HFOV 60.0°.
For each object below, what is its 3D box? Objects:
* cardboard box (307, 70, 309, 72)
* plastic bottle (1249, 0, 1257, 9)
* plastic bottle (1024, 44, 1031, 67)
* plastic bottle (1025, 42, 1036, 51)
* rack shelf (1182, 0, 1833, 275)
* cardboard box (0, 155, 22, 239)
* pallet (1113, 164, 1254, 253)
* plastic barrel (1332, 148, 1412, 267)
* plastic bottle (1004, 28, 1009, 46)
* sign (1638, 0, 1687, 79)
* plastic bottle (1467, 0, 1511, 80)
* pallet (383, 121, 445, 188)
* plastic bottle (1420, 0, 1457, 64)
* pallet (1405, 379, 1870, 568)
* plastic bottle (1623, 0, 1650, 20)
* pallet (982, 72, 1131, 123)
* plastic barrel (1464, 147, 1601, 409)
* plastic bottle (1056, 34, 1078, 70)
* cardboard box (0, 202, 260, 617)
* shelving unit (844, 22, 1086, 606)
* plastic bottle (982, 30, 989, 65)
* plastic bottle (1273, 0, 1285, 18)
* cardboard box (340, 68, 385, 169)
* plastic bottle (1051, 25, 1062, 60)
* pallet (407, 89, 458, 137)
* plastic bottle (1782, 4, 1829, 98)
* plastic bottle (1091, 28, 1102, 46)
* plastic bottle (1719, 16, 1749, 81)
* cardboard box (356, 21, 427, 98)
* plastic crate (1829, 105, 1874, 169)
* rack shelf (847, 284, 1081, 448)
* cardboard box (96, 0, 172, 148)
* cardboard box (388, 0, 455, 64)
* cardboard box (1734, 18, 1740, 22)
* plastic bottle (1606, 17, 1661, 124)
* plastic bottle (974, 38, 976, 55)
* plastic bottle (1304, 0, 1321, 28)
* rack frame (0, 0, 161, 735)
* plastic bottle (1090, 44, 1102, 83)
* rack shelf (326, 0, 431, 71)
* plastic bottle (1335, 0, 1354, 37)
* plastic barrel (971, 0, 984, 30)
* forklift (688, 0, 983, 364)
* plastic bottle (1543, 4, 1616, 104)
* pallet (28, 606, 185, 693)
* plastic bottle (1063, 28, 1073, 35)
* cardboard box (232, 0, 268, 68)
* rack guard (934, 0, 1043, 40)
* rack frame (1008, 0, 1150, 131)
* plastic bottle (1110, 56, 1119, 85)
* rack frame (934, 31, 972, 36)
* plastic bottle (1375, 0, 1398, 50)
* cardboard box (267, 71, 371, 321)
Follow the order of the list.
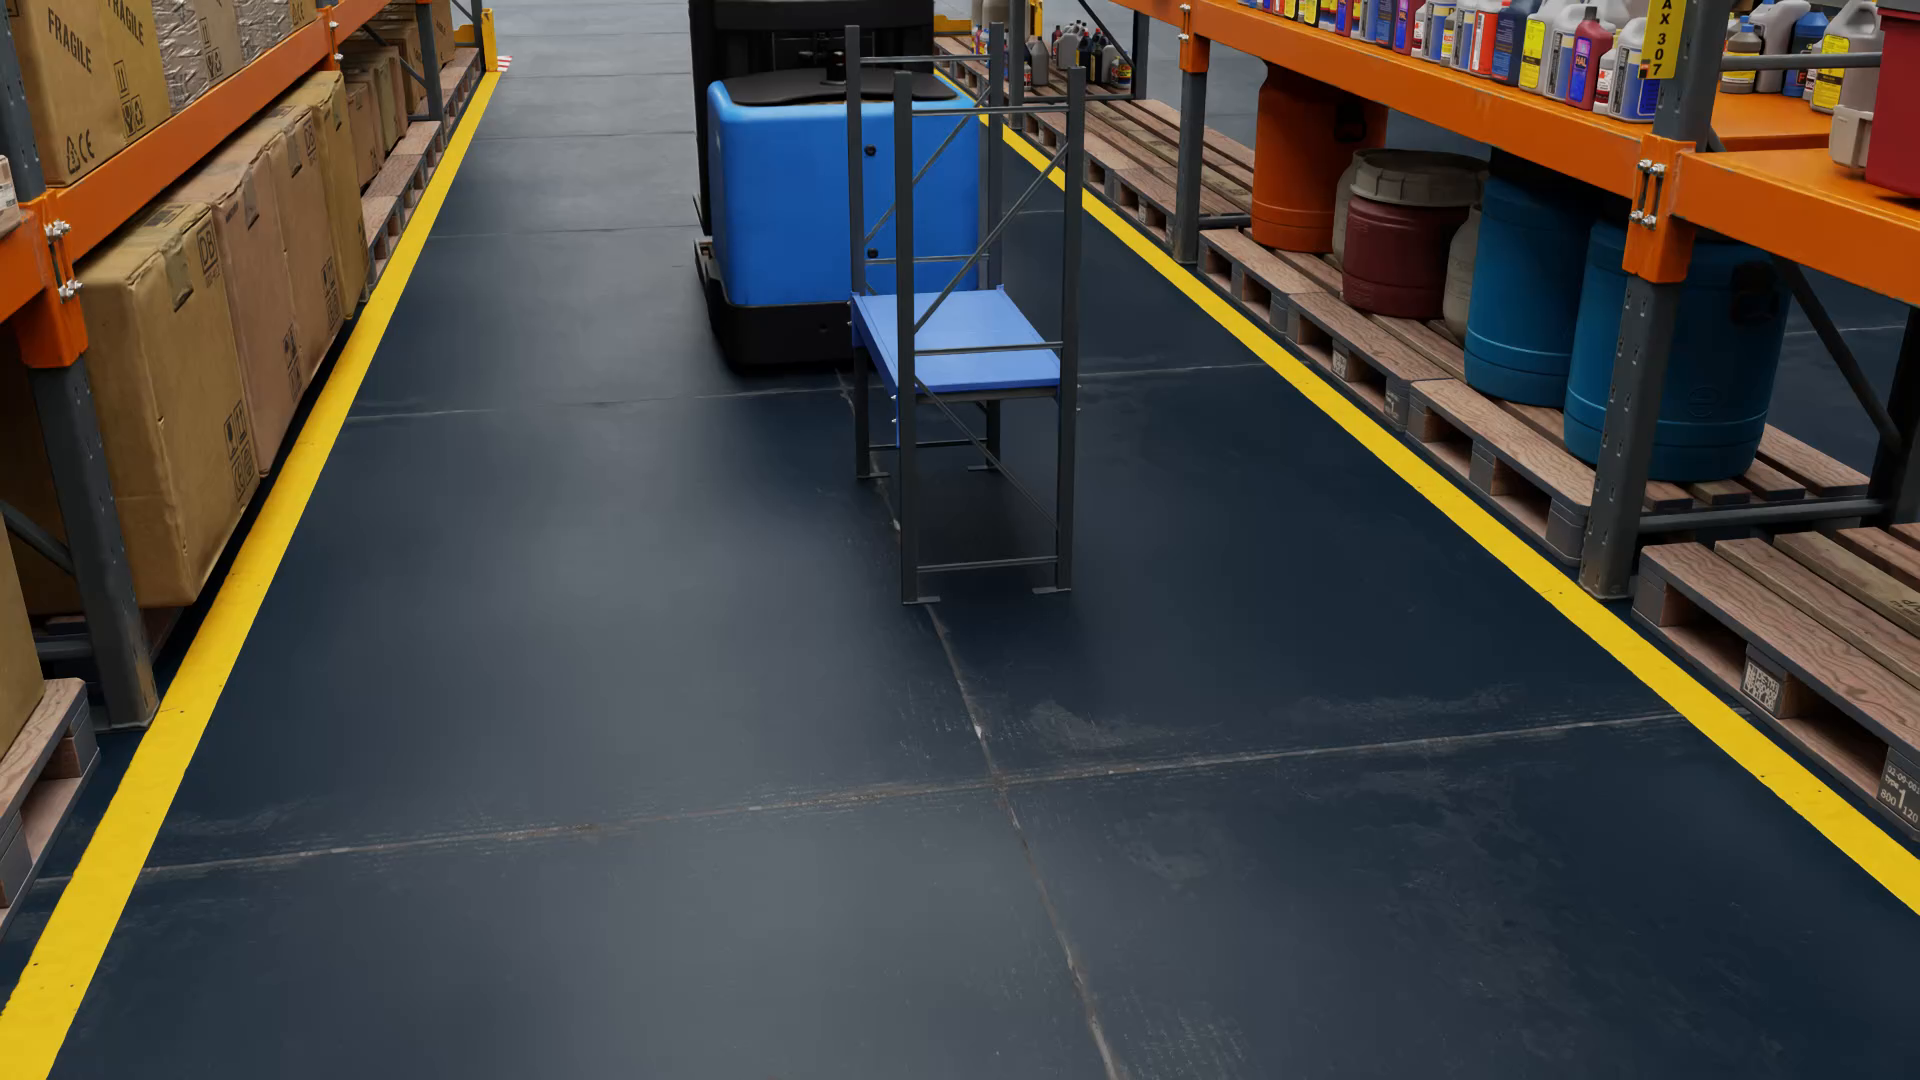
[{"bbox_3d":[-3.426,-2.120,7.993,0.500,0.250,0.500,-3,24,-8],"label":"cardboard box"},{"bbox_3d":[1.352,-2.525,7.444,0.097,0.271,0.097,0,24,0],"label":"plastic bottle"},{"bbox_3d":[0.453,-3.619,12.548,0.144,0.351,0.185,-5,24,-11],"label":"plastic bottle"},{"bbox_3d":[0.558,-3.681,12.784,0.152,0.276,0.135,-4,24,-10],"label":"plastic bottle"},{"bbox_3d":[1.965,-1.709,6.315,1.077,0.370,4.000,-4,24,-10],"label":"rack shelf"},{"bbox_3d":[-2.155,-0.675,3.362,0.380,0.149,0.250,-4,24,-9],"label":"cardboard box"},{"bbox_3d":[1.490,-1.855,9.235,1.003,0.211,1.213,-4,24,-10],"label":"pallet"},{"bbox_3d":[1.894,-1.471,7.455,0.421,0.512,0.421,0,24,0],"label":"plastic barrel"},{"bbox_3d":[0.358,-3.821,13.012,0.144,0.351,0.185,-4,24,-10],"label":"plastic bottle"},{"bbox_3d":[1.794,-1.339,4.223,0.100,0.325,0.005,-4,24,-10],"label":"sign"},{"bbox_3d":[1.783,-1.669,5.478,0.152,0.276,0.135,-4,24,-10],"label":"plastic bottle"},{"bbox_3d":[-3.867,-2.449,10.593,1.003,0.211,1.213,-4,24,-10],"label":"pallet"},{"bbox_3d":[1.716,-1.813,5.808,0.152,0.276,0.135,-4,24,-10],"label":"plastic bottle"},{"bbox_3d":[2.233,-0.281,5.630,1.003,0.211,1.213,-4,24,-10],"label":"pallet"},{"bbox_3d":[2.303,-1.759,5.684,0.152,0.276,0.135,-4,24,-10],"label":"plastic bottle"},{"bbox_3d":[0.772,-3.388,12.745,1.003,0.211,1.213,-4,24,-10],"label":"pallet"},{"bbox_3d":[2.120,-0.977,5.836,0.600,0.901,0.708,-4,24,-10],"label":"plastic barrel"},{"bbox_3d":[0.859,-3.921,13.334,0.152,0.276,0.135,-4,24,-10],"label":"plastic bottle"},{"bbox_3d":[-2.671,-0.355,4.445,1.225,0.875,0.875,-4,24,-10],"label":"cardboard box"},{"bbox_3d":[-0.016,-0.721,5.027,0.538,1.500,1.048,-4,24,-10],"label":"shelving unit"},{"bbox_3d":[0.227,-4.013,13.551,0.097,0.271,0.097,0,24,0],"label":"plastic bottle"},{"bbox_3d":[1.443,-2.393,7.136,0.152,0.276,0.135,-4,24,-10],"label":"plastic bottle"},{"bbox_3d":[-3.746,-2.437,9.654,0.700,0.500,0.500,-6,24,-14],"label":"cardboard box"},{"bbox_3d":[0.801,-4.130,13.803,0.061,0.283,0.133,-4,24,-10],"label":"plastic bottle"},{"bbox_3d":[-4.171,-3.016,11.892,1.003,0.211,1.213,-4,24,-10],"label":"pallet"},{"bbox_3d":[2.604,-1.504,5.107,0.097,0.271,0.097,0,24,0],"label":"plastic bottle"},{"bbox_3d":[1.079,-3.809,12.984,0.144,0.351,0.185,-5,24,-12],"label":"plastic bottle"},{"bbox_3d":[2.543,-1.601,5.417,0.097,0.201,0.097,0,24,0],"label":"plastic bottle"},{"bbox_3d":[-4.160,-3.464,12.033,0.500,0.500,0.500,3,24,7],"label":"cardboard box"},{"bbox_3d":[2.280,-0.965,3.967,0.396,0.136,0.243,-4,24,-10],"label":"plastic crate"},{"bbox_3d":[-0.016,-0.556,5.099,0.538,0.185,1.000,-4,24,-10],"label":"rack shelf"},{"bbox_3d":[-2.466,-1.329,4.420,0.500,0.500,0.500,-4,24,-10],"label":"cardboard box"},{"bbox_3d":[-4.509,-4.173,13.656,0.500,0.500,0.500,2,24,4],"label":"cardboard box"},{"bbox_3d":[5.643,-3.575,11.899,0.500,0.311,0.500,-5,24,-10],"label":"cardboard box"},{"bbox_3d":[1.944,-1.327,4.695,0.152,0.276,0.135,-4,24,-10],"label":"plastic bottle"},{"bbox_3d":[0.164,-4.115,13.870,0.097,0.201,0.097,0,24,0],"label":"plastic bottle"},{"bbox_3d":[1.466,-2.249,6.798,0.061,0.283,0.133,-4,24,-10],"label":"plastic bottle"},{"bbox_3d":[-2.533,-0.886,3.531,1.000,3.000,0.127,-4,24,-10],"label":"rack frame"},{"bbox_3d":[1.036,-3.631,12.660,0.061,0.283,0.133,-4,24,-10],"label":"plastic bottle"},{"bbox_3d":[-3.642,-2.916,9.078,1.077,0.370,4.000,-4,24,-10],"label":"rack shelf"},{"bbox_3d":[1.526,-2.120,6.503,0.061,0.283,0.133,-4,24,-10],"label":"plastic bottle"},{"bbox_3d":[0.313,-4.772,15.011,0.421,0.512,0.421,0,24,0],"label":"plastic barrel"},{"bbox_3d":[-0.709,-2.610,7.565,1.130,2.935,3.031,-5,24,-11],"label":"forklift"},{"bbox_3d":[1.877,-1.470,5.024,0.152,0.276,0.135,-4,24,-10],"label":"plastic bottle"},{"bbox_3d":[-2.750,0.094,4.771,1.003,0.211,1.213,-4,24,-10],"label":"pallet"},{"bbox_3d":[0.932,-4.080,13.698,0.152,0.276,0.135,-5,24,-11],"label":"plastic bottle"},{"bbox_3d":[-2.752,-1.929,5.793,0.500,0.500,0.500,-5,24,-11],"label":"cardboard box"},{"bbox_3d":[0.176,-4.801,15.617,1.175,0.500,0.348,-4,24,-10],"label":"rack guard"},{"bbox_3d":[0.855,-4.399,11.575,1.000,3.000,0.127,-4,24,-10],"label":"rack frame"},{"bbox_3d":[1.190,-3.556,12.591,0.097,0.201,0.097,0,24,0],"label":"plastic bottle"},{"bbox_3d":[0.116,-5.972,15.177,1.000,3.000,0.127,-4,24,-10],"label":"rack frame"},{"bbox_3d":[1.639,-2.000,6.144,0.144,0.351,0.185,-4,24,-10],"label":"plastic bottle"},{"bbox_3d":[-3.165,-1.405,6.849,1.225,0.875,0.875,-5,24,-12],"label":"cardboard box"}]
